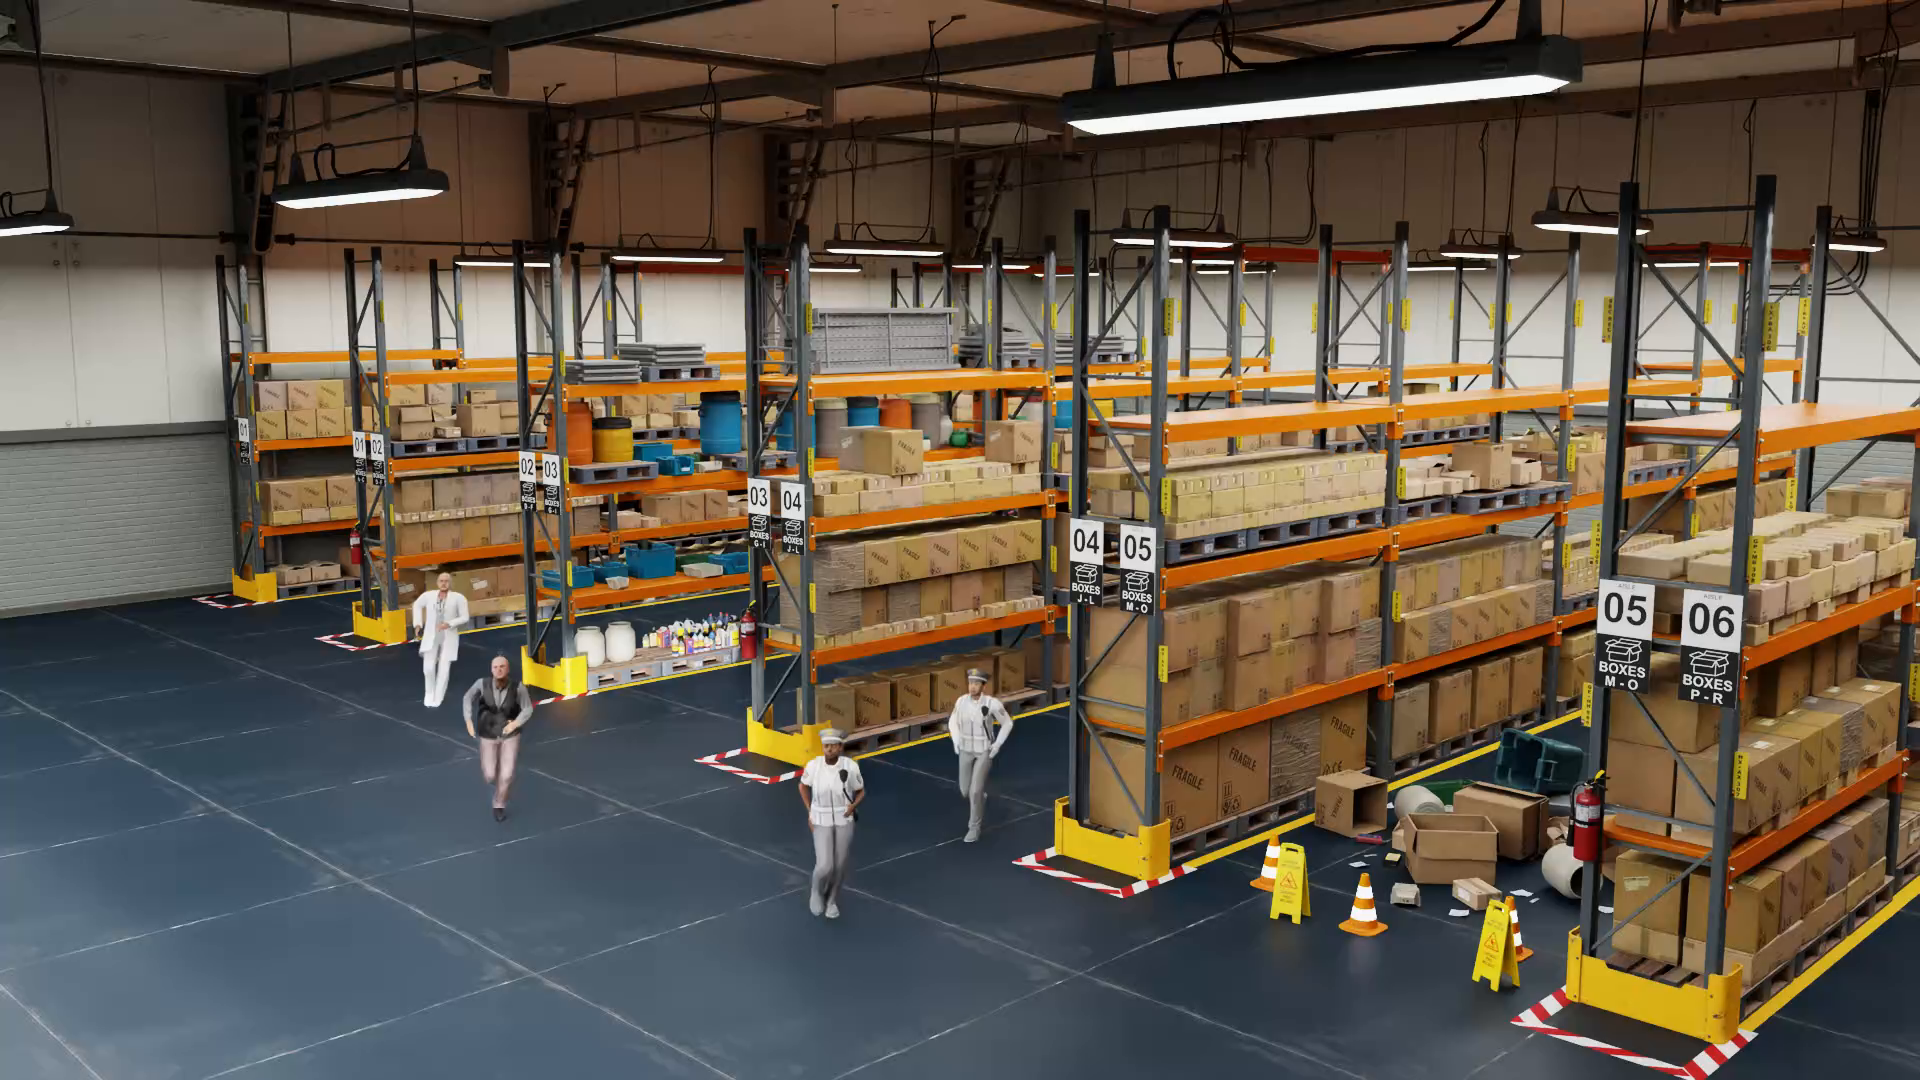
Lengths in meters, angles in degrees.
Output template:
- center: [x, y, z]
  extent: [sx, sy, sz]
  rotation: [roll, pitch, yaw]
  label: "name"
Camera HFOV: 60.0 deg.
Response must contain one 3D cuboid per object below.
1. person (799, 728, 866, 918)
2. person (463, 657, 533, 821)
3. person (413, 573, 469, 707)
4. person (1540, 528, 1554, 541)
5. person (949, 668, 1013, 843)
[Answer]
- center: [-1.057, 2.379, 13.910]
  extent: [0.559, 1.667, 0.584]
  rotation: [-1, 8, -7]
  label: "person"
- center: [-4.682, 1.991, 16.794]
  extent: [0.641, 1.678, 0.681]
  rotation: [-2, 8, -11]
  label: "person"
- center: [-6.661, 1.289, 21.378]
  extent: [0.705, 1.741, 0.637]
  rotation: [-2, 8, -15]
  label: "person"
- center: [8.906, 0.712, 25.278]
  extent: [0.678, 1.820, 0.945]
  rotation: [7, 11, 42]
  label: "person"
- center: [0.187, 2.056, 16.230]
  extent: [0.649, 1.675, 0.626]
  rotation: [3, 9, 20]
  label: "person"
